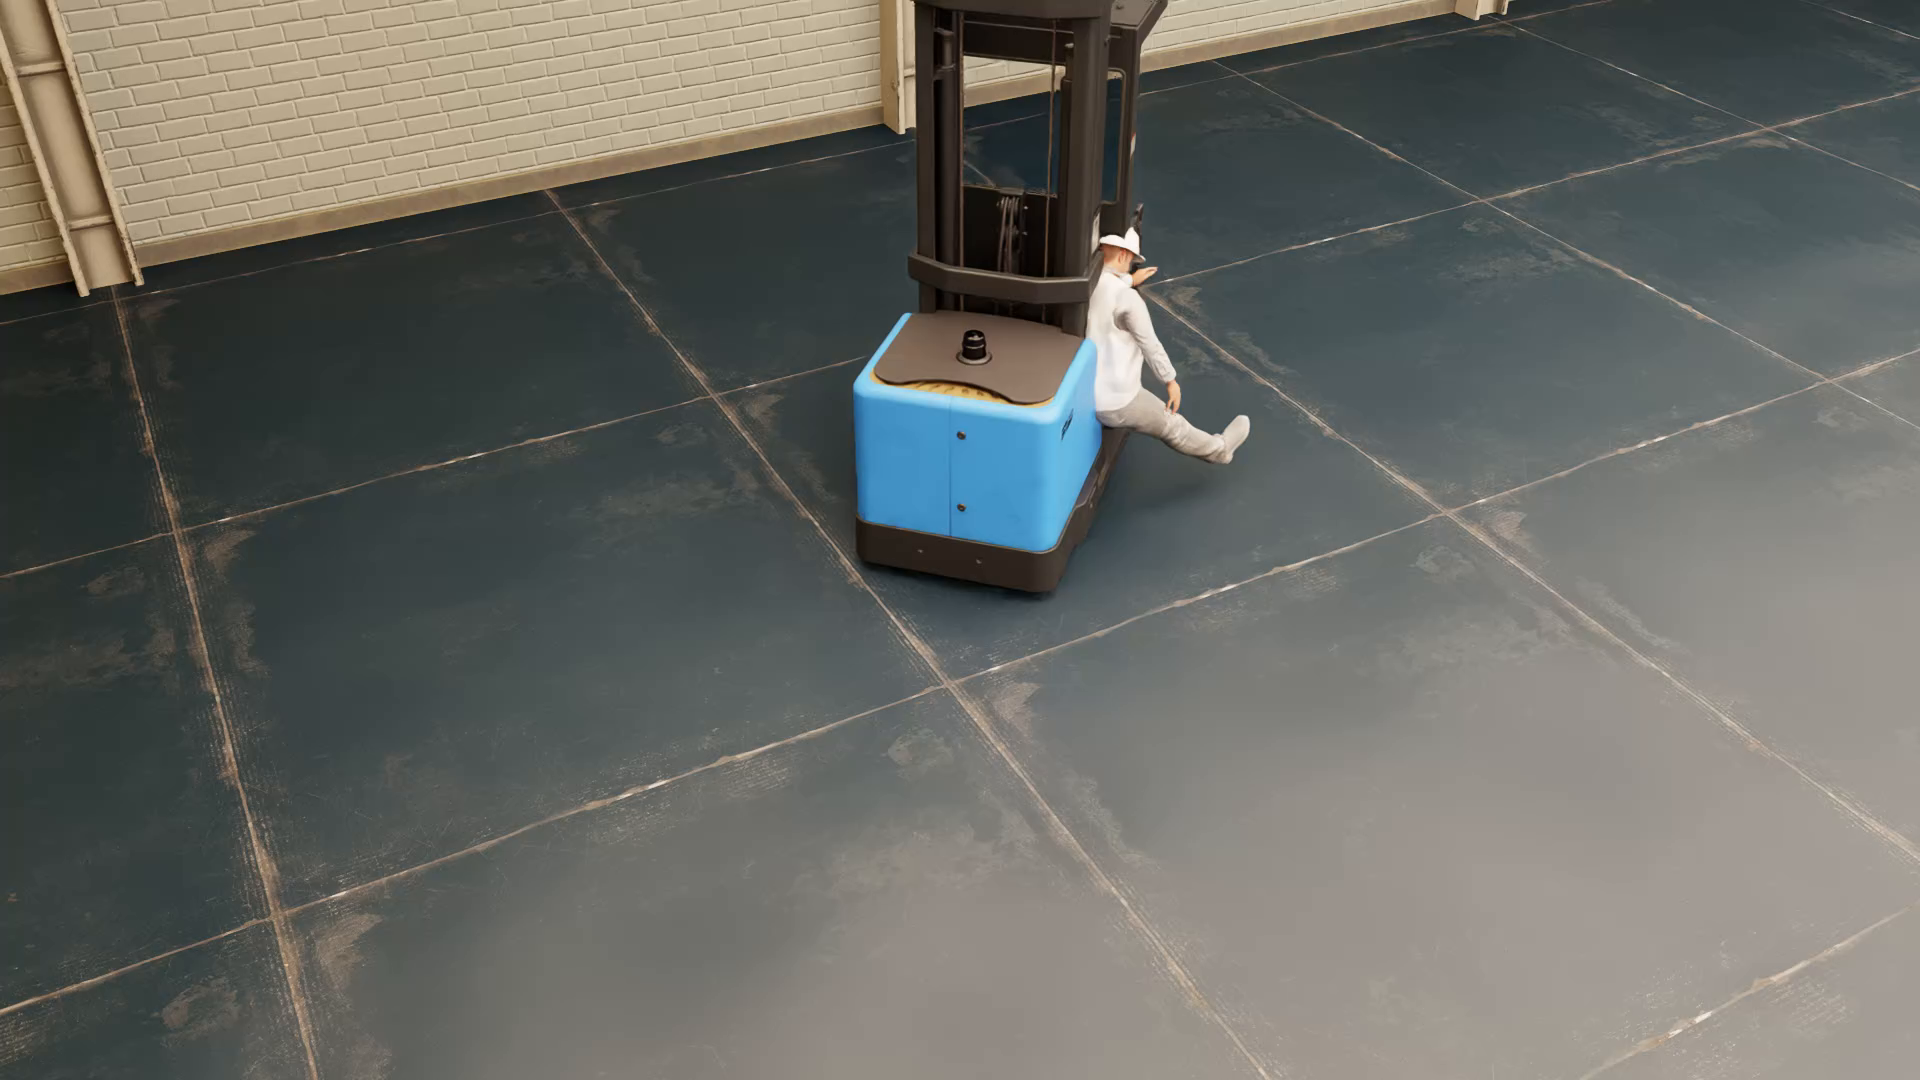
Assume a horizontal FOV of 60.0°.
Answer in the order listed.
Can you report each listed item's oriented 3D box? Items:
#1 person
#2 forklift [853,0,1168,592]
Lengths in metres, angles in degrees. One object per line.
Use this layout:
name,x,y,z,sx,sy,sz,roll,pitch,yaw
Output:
person,0.911,-1.034,8.777,1.077,1.402,0.977,-21,40,-27
forklift,0.398,-1.788,8.653,1.130,2.935,3.031,10,37,14
